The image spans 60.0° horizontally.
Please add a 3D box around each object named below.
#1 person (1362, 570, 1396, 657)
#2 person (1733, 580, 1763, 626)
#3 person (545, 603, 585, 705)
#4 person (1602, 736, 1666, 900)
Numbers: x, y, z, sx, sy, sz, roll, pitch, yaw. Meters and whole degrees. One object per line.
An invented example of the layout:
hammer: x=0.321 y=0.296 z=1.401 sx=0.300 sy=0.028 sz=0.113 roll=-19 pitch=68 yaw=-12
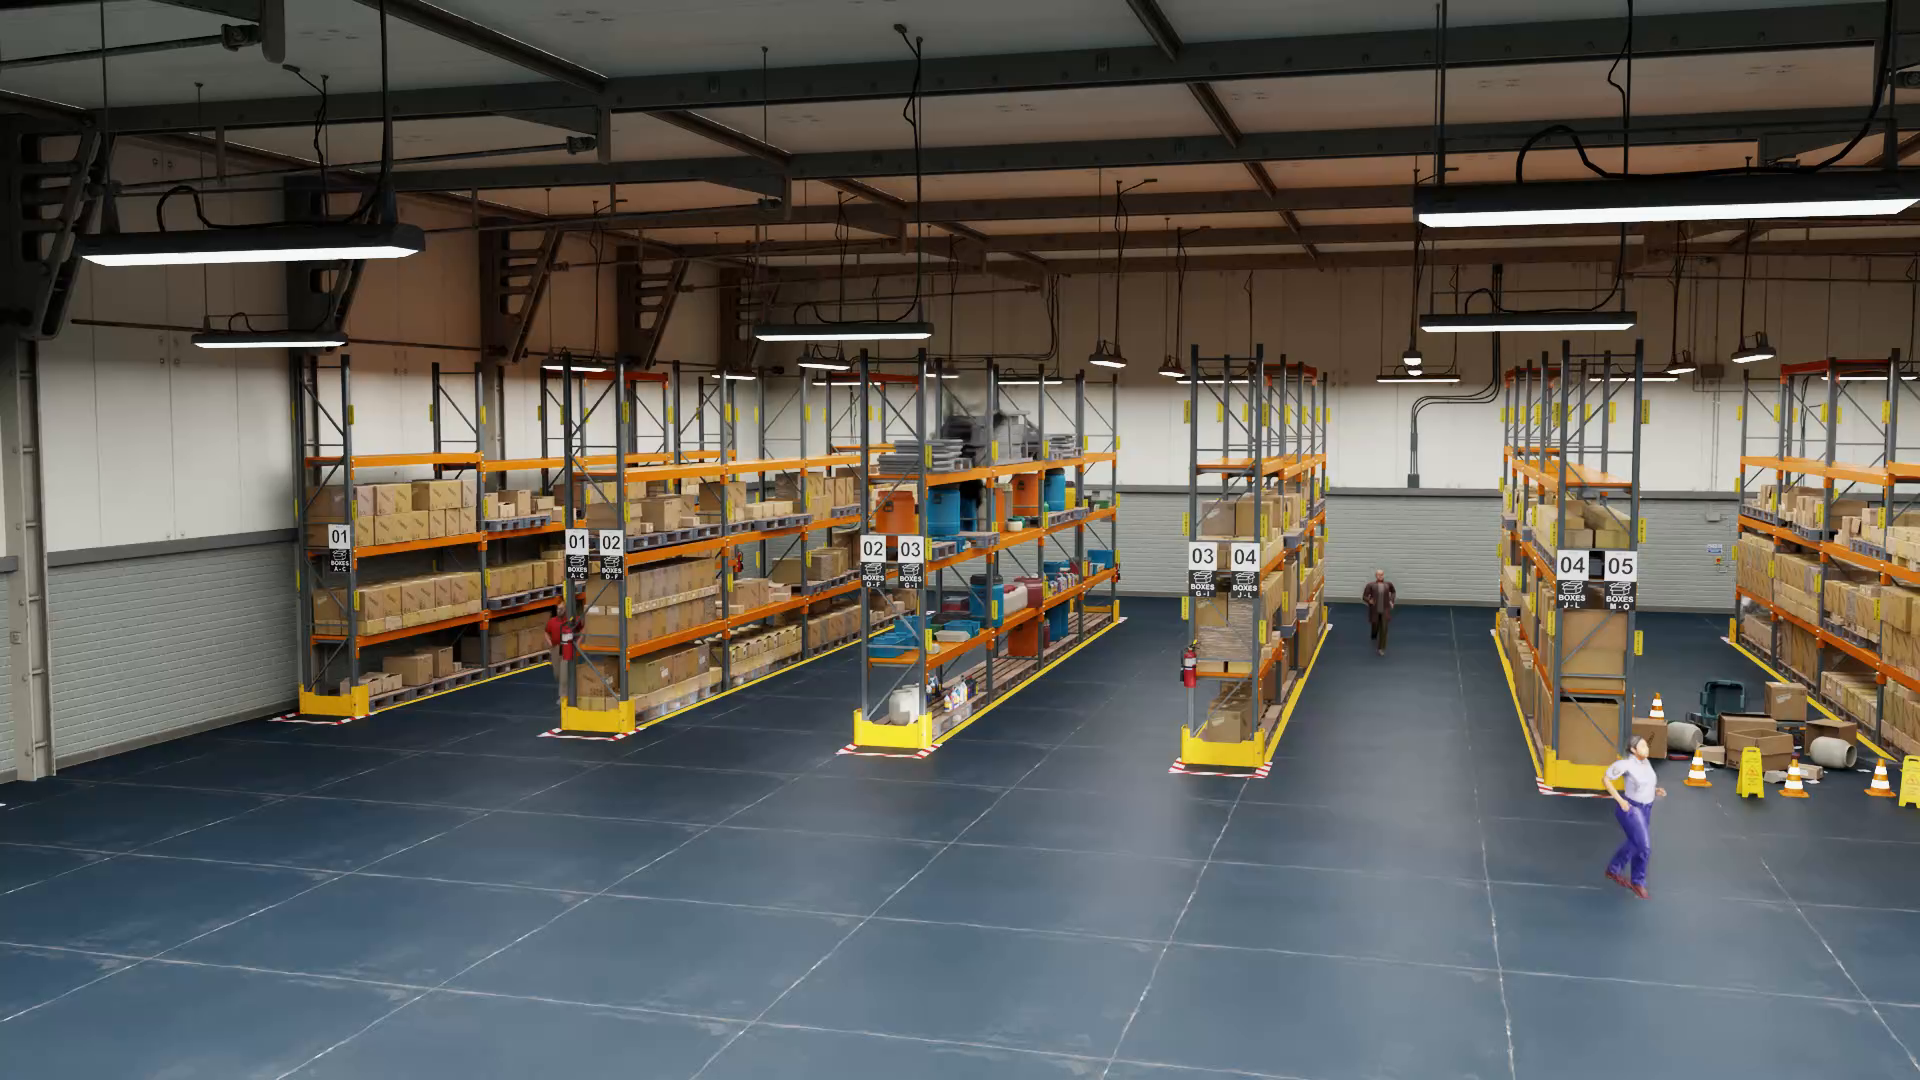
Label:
person: x=8.806 y=1.507 z=34.907 sx=0.710 sy=1.784 sz=1.005 roll=1 pitch=4 yaw=8
person: x=17.980 y=1.328 z=37.724 sx=0.878 sy=1.752 sz=0.699 roll=2 pitch=5 yaw=21
person: x=-6.936 y=1.967 z=29.123 sx=0.687 sy=1.740 sz=0.840 roll=0 pitch=4 yaw=6
person: x=7.055 y=2.898 z=17.422 sx=0.592 sy=1.716 sz=0.671 roll=-3 pitch=6 yaw=-39
